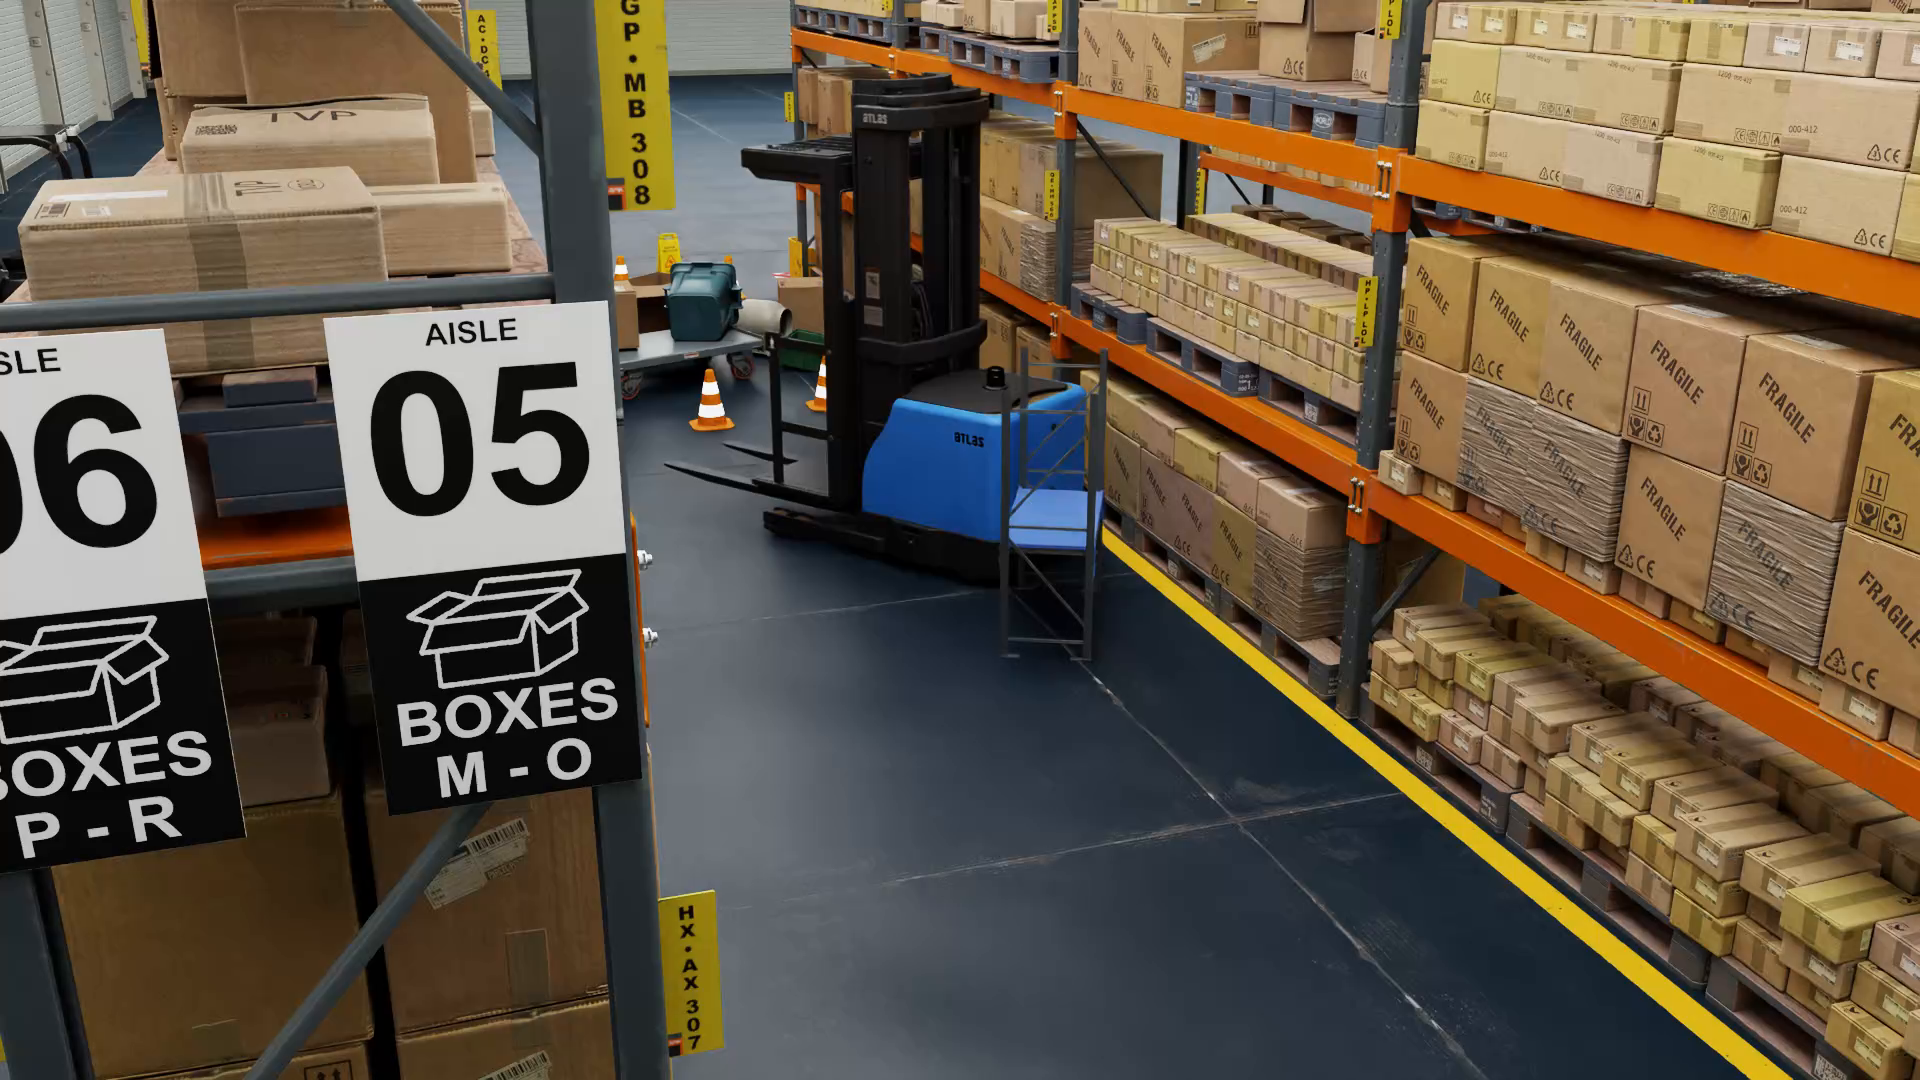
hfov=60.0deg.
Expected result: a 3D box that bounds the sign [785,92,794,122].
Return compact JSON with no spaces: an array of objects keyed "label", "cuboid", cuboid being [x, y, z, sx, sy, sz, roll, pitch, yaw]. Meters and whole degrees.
[{"label":"sign","cuboid":[-1.894,-4.810,18.472,0.100,0.325,0.005,-6,21,-17]}]

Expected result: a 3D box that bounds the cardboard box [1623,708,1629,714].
[{"label":"cardboard box","cuboid":[3.089,0.841,7.295,0.380,0.149,0.250,-6,21,-16]}]

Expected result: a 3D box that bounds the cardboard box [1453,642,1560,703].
[{"label":"cardboard box","cuboid":[2.475,0.596,7.535,0.380,0.149,0.250,-7,21,-18]}]

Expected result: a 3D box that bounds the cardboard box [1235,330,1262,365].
[{"label":"cardboard box","cuboid":[1.764,-1.090,9.263,0.380,0.149,0.250,-7,21,-20]}]

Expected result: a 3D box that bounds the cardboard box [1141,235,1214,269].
[{"label":"cardboard box","cuboid":[1.353,-1.795,10.347,0.380,0.149,0.250,-7,21,-19]}]

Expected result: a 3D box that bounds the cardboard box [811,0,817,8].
[{"label":"cardboard box","cuboid":[-1.323,-5.573,17.159,0.380,0.149,0.250,-6,21,-17]}]

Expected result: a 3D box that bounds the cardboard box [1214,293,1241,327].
[{"label":"cardboard box","cuboid":[1.676,-1.320,9.464,0.380,0.149,0.250,-6,21,-17]}]

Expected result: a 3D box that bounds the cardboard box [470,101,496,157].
[{"label":"cardboard box","cuboid":[-1.673,-1.295,5.250,0.380,0.149,0.250,-6,21,-16]}]

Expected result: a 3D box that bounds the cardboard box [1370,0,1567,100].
[{"label":"cardboard box","cuboid":[2.392,-2.361,7.845,0.700,0.500,0.500,-6,21,-17]}]

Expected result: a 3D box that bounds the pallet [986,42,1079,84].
[{"label":"pallet","cuboid":[0.896,-3.379,11.727,1.213,0.211,1.003,-5,20,-15]}]

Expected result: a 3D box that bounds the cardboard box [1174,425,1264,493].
[{"label":"cardboard box","cuboid":[1.604,-0.492,9.816,0.500,0.250,0.500,-7,21,-20]}]

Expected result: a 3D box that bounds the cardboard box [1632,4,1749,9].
[{"label":"cardboard box","cuboid":[2.974,-2.106,6.798,0.380,0.149,0.250,-6,21,-17]}]

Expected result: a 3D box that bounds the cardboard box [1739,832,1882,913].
[{"label":"cardboard box","cuboid":[3.009,1.187,5.889,0.380,0.149,0.250,-7,21,-19]}]

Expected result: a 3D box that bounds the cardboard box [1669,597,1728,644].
[{"label":"cardboard box","cuboid":[2.873,0.250,6.155,0.380,0.149,0.250,-6,21,-16]}]

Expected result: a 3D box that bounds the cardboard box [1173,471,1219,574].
[{"label":"cardboard box","cuboid":[1.617,-0.133,9.925,0.500,0.500,0.500,-7,21,-18]}]

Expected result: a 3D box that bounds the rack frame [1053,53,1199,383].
[{"label":"rack frame","cuboid":[1.149,-1.855,11.643,1.000,3.000,0.127,-6,21,-17]}]

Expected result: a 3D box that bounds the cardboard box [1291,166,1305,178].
[{"label":"cardboard box","cuboid":[3.828,-4.035,18.086,0.380,0.149,0.250,-6,21,-17]}]

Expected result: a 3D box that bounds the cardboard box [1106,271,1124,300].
[{"label":"cardboard box","cuboid":[1.182,-1.683,10.915,0.380,0.149,0.250,-5,20,-15]}]

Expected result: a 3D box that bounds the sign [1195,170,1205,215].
[{"label":"sign","cuboid":[1.661,-2.423,11.630,0.100,0.325,0.005,-6,21,-17]}]

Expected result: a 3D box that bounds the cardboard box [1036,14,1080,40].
[{"label":"cardboard box","cuboid":[0.752,-3.570,11.557,0.380,0.166,0.250,-6,21,-17]}]

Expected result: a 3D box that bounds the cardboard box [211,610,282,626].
[{"label":"cardboard box","cuboid":[-1.570,0.201,3.332,0.380,0.149,0.250,-7,21,-18]}]

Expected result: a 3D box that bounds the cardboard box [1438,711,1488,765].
[{"label":"cardboard box","cuboid":[2.427,0.884,7.615,0.380,0.149,0.250,-6,21,-17]}]

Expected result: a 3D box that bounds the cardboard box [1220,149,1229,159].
[{"label":"cardboard box","cuboid":[3.299,-4.599,19.656,0.380,0.149,0.250,-6,21,-17]}]

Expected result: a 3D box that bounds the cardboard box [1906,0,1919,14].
[{"label":"cardboard box","cuboid":[6.552,-3.354,10.605,0.797,0.503,0.637,-7,21,-18]}]

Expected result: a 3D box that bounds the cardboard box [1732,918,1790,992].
[{"label":"cardboard box","cuboid":[3.032,1.466,5.993,0.380,0.149,0.250,-6,21,-17]}]

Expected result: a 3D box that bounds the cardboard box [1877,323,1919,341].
[{"label":"cardboard box","cuboid":[3.468,-0.448,5.659,0.500,0.500,0.500,-7,21,-18]}]

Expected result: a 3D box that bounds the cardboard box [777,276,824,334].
[{"label":"cardboard box","cuboid":[-1.570,-2.352,16.722,0.500,0.500,0.500,-3,20,-8]}]

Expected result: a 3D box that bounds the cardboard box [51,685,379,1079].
[{"label":"cardboard box","cuboid":[-1.381,0.624,3.115,0.500,0.500,0.500,-6,21,-15]}]

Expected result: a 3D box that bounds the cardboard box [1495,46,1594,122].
[{"label":"cardboard box","cuboid":[2.482,-1.807,6.555,0.500,0.250,0.500,-6,21,-17]}]

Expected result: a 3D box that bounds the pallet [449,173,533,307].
[{"label":"pallet","cuboid":[-1.634,-0.728,4.200,1.003,0.211,1.213,-6,21,-17]}]

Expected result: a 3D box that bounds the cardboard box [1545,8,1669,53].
[{"label":"cardboard box","cuboid":[2.493,-1.962,6.398,0.380,0.149,0.250,-7,21,-19]}]

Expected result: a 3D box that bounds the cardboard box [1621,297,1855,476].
[{"label":"cardboard box","cuboid":[2.783,-0.563,5.981,0.500,0.500,0.500,-7,21,-19]}]

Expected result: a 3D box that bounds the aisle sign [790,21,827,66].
[{"label":"aisle sign","cuboid":[-1.672,-5.636,18.326,0.394,0.787,0.004,-6,21,-17]}]

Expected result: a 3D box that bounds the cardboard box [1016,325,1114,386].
[{"label":"cardboard box","cuboid":[1.043,-1.199,12.523,1.050,0.750,0.750,-7,21,-18]}]

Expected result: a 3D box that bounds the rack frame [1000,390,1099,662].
[{"label":"rack frame","cuboid":[0.467,-0.059,8.861,0.500,1.500,0.032,3,20,7]}]

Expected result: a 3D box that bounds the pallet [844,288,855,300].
[{"label":"pallet","cuboid":[-0.660,-2.470,17.482,1.003,0.211,1.213,-6,21,-17]}]

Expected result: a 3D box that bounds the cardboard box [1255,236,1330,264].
[{"label":"cardboard box","cuboid":[2.055,-1.777,10.298,0.380,0.149,0.250,-6,21,-17]}]

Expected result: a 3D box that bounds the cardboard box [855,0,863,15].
[{"label":"cardboard box","cuboid":[-0.768,-5.005,15.579,0.380,0.149,0.250,-6,21,-17]}]

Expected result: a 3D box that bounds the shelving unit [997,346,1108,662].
[{"label":"shelving unit","cuboid":[0.534,-0.229,9.335,0.538,1.500,1.048,3,20,7]}]

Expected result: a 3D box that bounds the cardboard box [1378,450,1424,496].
[{"label":"cardboard box","cuboid":[2.185,-0.327,7.762,0.380,0.149,0.250,-6,21,-15]}]

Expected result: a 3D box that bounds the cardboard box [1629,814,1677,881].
[{"label":"cardboard box","cuboid":[2.824,1.162,6.400,0.380,0.149,0.250,-5,20,-14]}]

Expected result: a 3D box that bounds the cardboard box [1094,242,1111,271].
[{"label":"cardboard box","cuboid":[1.111,-1.898,11.073,0.380,0.149,0.250,-5,20,-15]}]

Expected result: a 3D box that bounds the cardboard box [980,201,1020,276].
[{"label":"cardboard box","cuboid":[0.440,-2.338,12.842,0.500,0.500,0.500,-7,21,-18]}]

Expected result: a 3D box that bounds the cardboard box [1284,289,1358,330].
[{"label":"cardboard box","cuboid":[1.930,-1.208,8.712,0.380,0.149,0.250,-7,21,-19]}]

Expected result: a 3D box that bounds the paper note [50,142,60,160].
[{"label":"paper note","cuboid":[-2.217,-0.953,4.067,0.006,0.032,0.123,-6,21,-17]}]

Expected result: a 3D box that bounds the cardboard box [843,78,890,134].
[{"label":"cardboard box","cuboid":[-0.688,-4.360,16.800,0.875,0.550,0.500,-6,21,-17]}]

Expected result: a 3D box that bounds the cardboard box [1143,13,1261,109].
[{"label":"cardboard box","cuboid":[1.402,-2.782,9.640,0.500,0.500,0.500,-6,21,-17]}]

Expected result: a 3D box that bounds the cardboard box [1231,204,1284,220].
[{"label":"cardboard box","cuboid":[3.555,-3.736,19.956,0.500,0.500,0.500,-3,20,-7]}]

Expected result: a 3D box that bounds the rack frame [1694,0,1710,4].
[{"label":"rack frame","cuboid":[5.890,-5.173,12.006,1.000,3.000,0.127,-6,21,-17]}]

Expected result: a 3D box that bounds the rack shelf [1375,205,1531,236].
[{"label":"rack shelf","cuboid":[5.261,-2.653,14.928,1.077,0.370,4.000,-6,21,-17]}]

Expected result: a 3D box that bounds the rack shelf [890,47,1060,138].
[{"label":"rack shelf","cuboid":[0.521,-3.570,13.044,1.077,0.370,4.000,-6,21,-17]}]

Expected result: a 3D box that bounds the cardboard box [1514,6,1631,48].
[{"label":"cardboard box","cuboid":[2.454,-2.051,6.644,0.380,0.149,0.250,-7,21,-18]}]

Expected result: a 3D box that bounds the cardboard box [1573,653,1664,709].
[{"label":"cardboard box","cuboid":[2.976,0.628,7.447,0.380,0.149,0.250,-6,21,-15]}]

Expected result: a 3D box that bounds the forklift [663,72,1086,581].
[{"label":"forklift","cuboid":[-0.684,-1.504,10.769,3.031,2.935,1.130,14,24,34]}]

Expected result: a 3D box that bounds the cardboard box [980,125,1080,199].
[{"label":"cardboard box","cuboid":[0.533,-3.008,13.227,0.700,0.500,0.500,-7,21,-18]}]

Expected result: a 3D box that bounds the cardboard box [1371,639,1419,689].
[{"label":"cardboard box","cuboid":[2.217,0.583,8.011,0.380,0.149,0.250,-5,20,-15]}]

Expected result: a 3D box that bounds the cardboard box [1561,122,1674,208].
[{"label":"cardboard box","cuboid":[2.613,-1.407,6.180,0.500,0.250,0.500,-5,20,-15]}]
